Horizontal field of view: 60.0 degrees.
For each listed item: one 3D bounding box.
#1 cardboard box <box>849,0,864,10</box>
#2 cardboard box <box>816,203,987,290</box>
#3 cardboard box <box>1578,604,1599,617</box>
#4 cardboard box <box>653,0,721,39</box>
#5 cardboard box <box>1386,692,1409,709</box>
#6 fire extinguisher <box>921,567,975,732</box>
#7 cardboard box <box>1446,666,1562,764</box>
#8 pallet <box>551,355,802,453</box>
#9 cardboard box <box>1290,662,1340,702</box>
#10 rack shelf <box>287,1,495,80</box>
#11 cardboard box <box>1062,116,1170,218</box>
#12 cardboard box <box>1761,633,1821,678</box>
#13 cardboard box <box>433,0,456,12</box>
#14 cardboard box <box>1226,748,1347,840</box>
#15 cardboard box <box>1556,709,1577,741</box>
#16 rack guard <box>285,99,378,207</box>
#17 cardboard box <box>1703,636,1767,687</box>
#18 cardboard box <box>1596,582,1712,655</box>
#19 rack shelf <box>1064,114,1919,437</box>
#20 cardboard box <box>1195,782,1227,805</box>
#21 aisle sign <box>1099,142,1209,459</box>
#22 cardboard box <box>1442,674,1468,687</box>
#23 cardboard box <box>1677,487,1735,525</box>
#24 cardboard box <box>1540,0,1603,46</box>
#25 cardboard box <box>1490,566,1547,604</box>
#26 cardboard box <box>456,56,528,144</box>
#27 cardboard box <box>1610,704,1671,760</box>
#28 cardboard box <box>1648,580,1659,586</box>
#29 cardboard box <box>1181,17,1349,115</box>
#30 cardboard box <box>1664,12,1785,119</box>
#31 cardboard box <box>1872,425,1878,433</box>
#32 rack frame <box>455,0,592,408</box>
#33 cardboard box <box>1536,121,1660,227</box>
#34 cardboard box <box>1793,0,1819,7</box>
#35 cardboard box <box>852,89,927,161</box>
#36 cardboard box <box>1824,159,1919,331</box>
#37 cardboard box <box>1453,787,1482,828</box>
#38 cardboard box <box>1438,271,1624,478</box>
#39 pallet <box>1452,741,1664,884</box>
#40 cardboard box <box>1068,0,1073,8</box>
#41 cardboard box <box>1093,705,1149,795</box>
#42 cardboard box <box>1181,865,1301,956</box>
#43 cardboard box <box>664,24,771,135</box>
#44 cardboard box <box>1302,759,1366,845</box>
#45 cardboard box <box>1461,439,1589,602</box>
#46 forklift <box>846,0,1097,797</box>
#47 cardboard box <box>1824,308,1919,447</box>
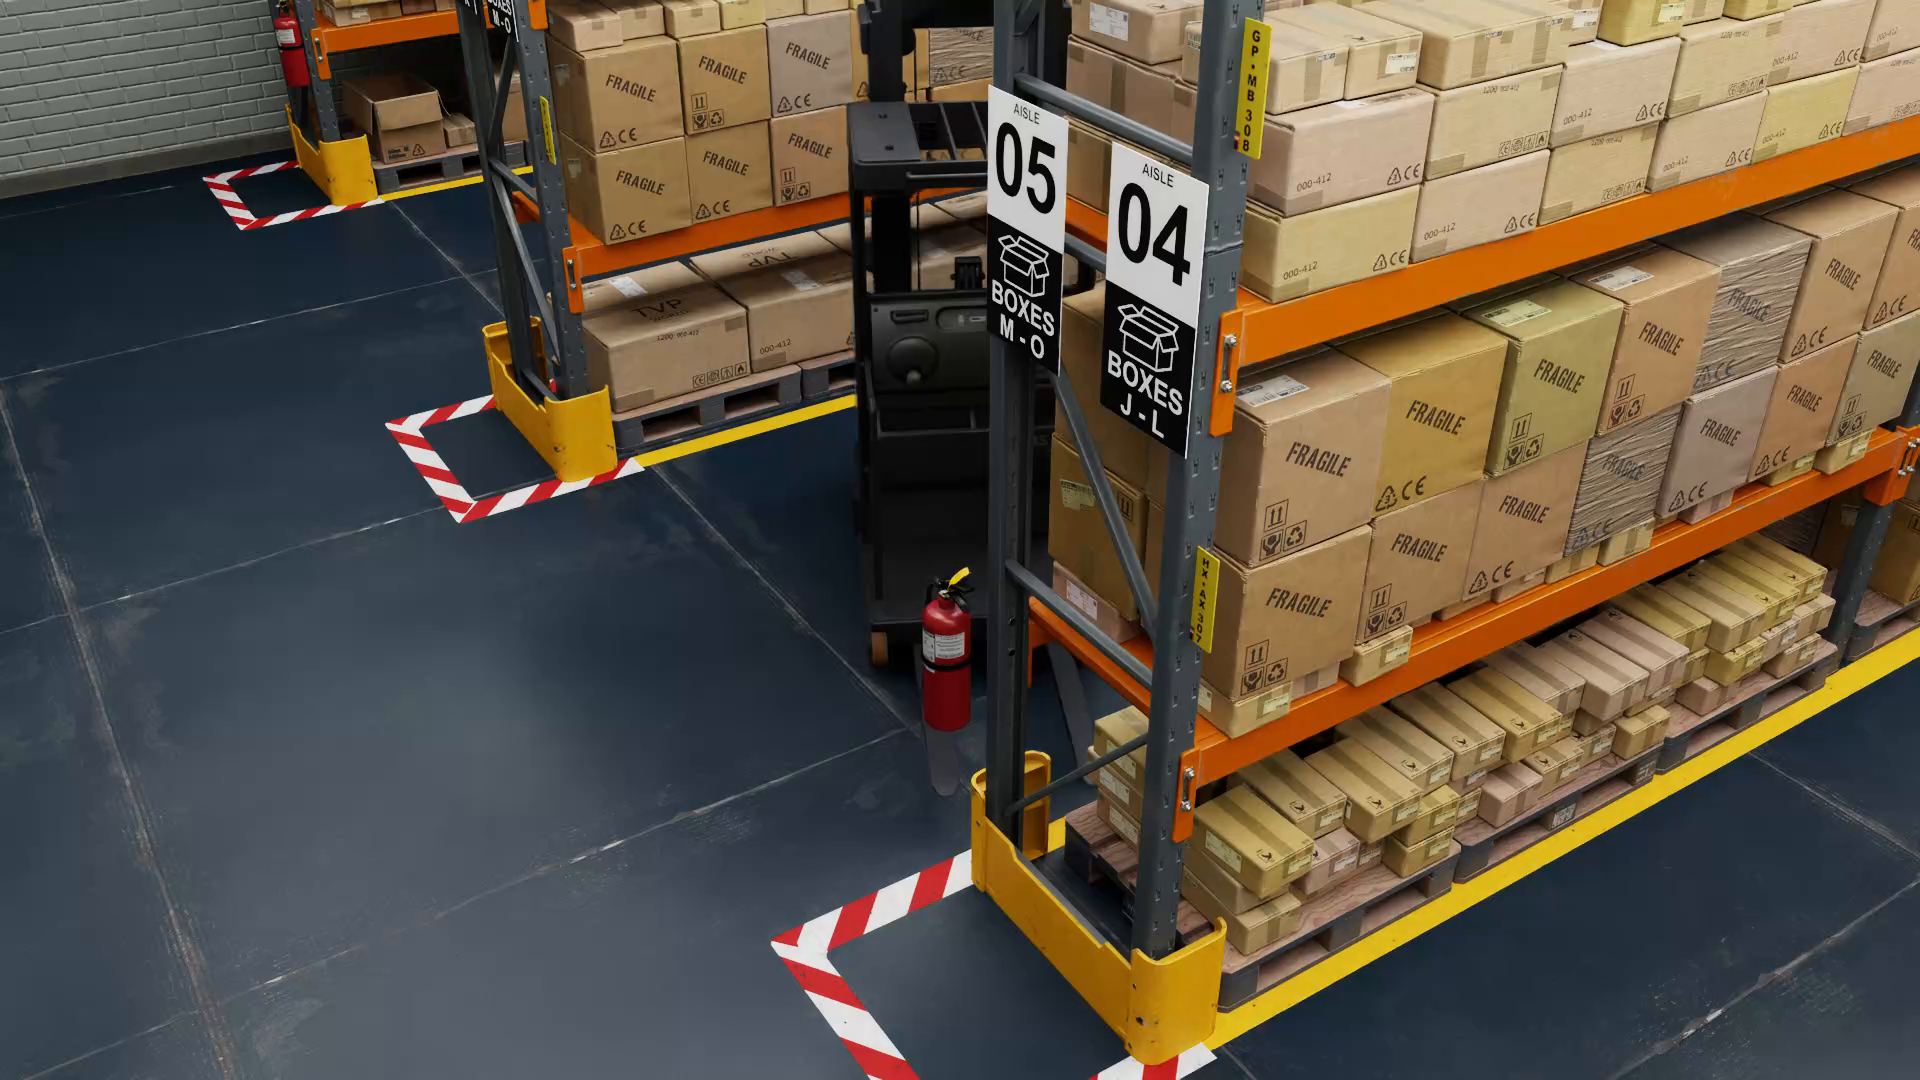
[{"bbox_3d":[-0.576,-3.040,9.119,0.250,0.149,0.380,-20,37,-28],"label":"cardboard box"},{"bbox_3d":[-0.327,-1.750,10.721,0.875,0.438,0.875,-20,37,-29],"label":"cardboard box"},{"bbox_3d":[2.720,0.159,7.407,0.250,0.149,0.380,-20,37,-28],"label":"cardboard box"},{"bbox_3d":[-1.440,-2.742,8.646,0.250,0.149,0.380,-18,36,-26],"label":"cardboard box"},{"bbox_3d":[1.794,0.548,7.070,0.250,0.149,0.380,-17,36,-25],"label":"cardboard box"},{"bbox_3d":[-0.046,0.354,5.799,0.183,0.674,0.296,-19,37,-27],"label":"fire extinguisher"},{"bbox_3d":[2.136,0.686,6.571,0.250,0.149,0.380,-18,37,-27],"label":"cardboard box"},{"bbox_3d":[-1.721,-0.979,10.105,1.213,0.211,1.003,-19,37,-27],"label":"pallet"},{"bbox_3d":[1.057,0.366,5.594,0.250,0.149,0.380,-18,36,-26],"label":"cardboard box"},{"bbox_3d":[-3.362,-4.391,13.574,4.000,0.370,1.077,-19,37,-27],"label":"rack shelf"},{"bbox_3d":[0.655,-1.157,5.102,0.500,0.250,0.500,-20,37,-28],"label":"cardboard box"},{"bbox_3d":[3.633,0.436,7.526,0.250,0.149,0.380,-18,37,-27],"label":"cardboard box"},{"bbox_3d":[-3.982,-4.214,12.855,0.250,0.149,0.380,-18,36,-26],"label":"cardboard box"},{"bbox_3d":[1.207,0.942,6.166,0.250,0.149,0.380,-18,37,-26],"label":"cardboard box"},{"bbox_3d":[2.298,0.684,6.853,0.250,0.149,0.380,-17,36,-25],"label":"cardboard box"},{"bbox_3d":[-4.980,-3.082,13.167,0.348,0.500,1.175,-19,37,-27],"label":"rack guard"},{"bbox_3d":[3.249,0.447,7.230,0.250,0.149,0.380,-20,38,-29],"label":"cardboard box"},{"bbox_3d":[2.961,0.345,7.113,0.250,0.149,0.380,-18,36,-26],"label":"cardboard box"},{"bbox_3d":[2.097,-1.244,5.774,4.000,0.370,1.077,-19,37,-27],"label":"rack shelf"},{"bbox_3d":[0.954,0.869,6.561,0.250,0.149,0.380,-20,37,-28],"label":"cardboard box"},{"bbox_3d":[0.517,-0.646,4.526,0.004,0.787,0.394,-19,37,-27],"label":"aisle sign"},{"bbox_3d":[2.050,0.635,7.211,0.250,0.149,0.380,-18,36,-26],"label":"cardboard box"},{"bbox_3d":[2.808,-0.235,6.547,0.250,0.149,0.380,-21,38,-29],"label":"cardboard box"},{"bbox_3d":[1.667,-1.582,4.933,0.250,0.149,0.380,-18,36,-26],"label":"cardboard box"},{"bbox_3d":[1.920,0.049,6.096,0.250,0.149,0.380,-20,37,-28],"label":"cardboard box"},{"bbox_3d":[-3.738,-3.602,13.597,0.500,0.500,0.700,-17,36,-25],"label":"cardboard box"},{"bbox_3d":[2.763,0.735,7.051,0.250,0.149,0.380,-19,37,-27],"label":"cardboard box"},{"bbox_3d":[2.951,0.205,7.612,0.250,0.149,0.380,-19,37,-28],"label":"cardboard box"},{"bbox_3d":[0.812,-1.279,4.452,0.250,0.149,0.380,-19,37,-28],"label":"cardboard box"},{"bbox_3d":[2.219,-1.568,5.285,0.500,0.250,0.500,-20,38,-29],"label":"cardboard box"},{"bbox_3d":[3.665,-0.564,7.069,0.250,0.149,0.380,-19,37,-28],"label":"cardboard box"},{"bbox_3d":[-2.351,-1.892,8.938,0.127,3.000,1.000,-19,37,-27],"label":"rack frame"},{"bbox_3d":[1.803,-1.227,5.213,0.500,0.250,0.500,-20,37,-29],"label":"cardboard box"},{"bbox_3d":[2.590,-1.845,5.350,0.250,0.149,0.380,-19,37,-28],"label":"cardboard box"},{"bbox_3d":[-0.533,-2.395,9.641,0.500,0.500,0.500,-18,36,-26],"label":"cardboard box"},{"bbox_3d":[3.529,-1.192,6.518,0.500,0.500,0.500,-20,38,-29],"label":"cardboard box"},{"bbox_3d":[1.847,0.990,6.648,0.250,0.149,0.380,-19,37,-27],"label":"cardboard box"},{"bbox_3d":[1.807,-0.593,5.568,0.500,0.500,0.500,-20,37,-28],"label":"cardboard box"},{"bbox_3d":[2.206,0.886,7.147,1.213,0.211,1.003,-19,37,-27],"label":"pallet"},{"bbox_3d":[0.333,-3.111,9.839,0.500,0.500,0.500,-20,37,-28],"label":"cardboard box"},{"bbox_3d":[0.724,0.808,6.378,0.250,0.149,0.380,-19,37,-27],"label":"cardboard box"},{"bbox_3d":[1.030,1.318,6.127,0.250,0.149,0.380,-18,37,-26],"label":"cardboard box"},{"bbox_3d":[-1.363,-2.521,8.904,0.500,0.500,0.500,-20,37,-29],"label":"cardboard box"},{"bbox_3d":[1.414,1.000,6.353,0.250,0.149,0.380,-18,37,-27],"label":"cardboard box"},{"bbox_3d":[1.798,-0.178,5.848,0.500,0.500,0.500,-18,37,-27],"label":"cardboard box"},{"bbox_3d":[0.089,-0.841,7.336,1.130,2.935,3.031,-3,32,-5],"label":"forklift"},{"bbox_3d":[3.524,-0.760,6.770,0.500,0.500,0.500,-19,37,-27],"label":"cardboard box"}]
